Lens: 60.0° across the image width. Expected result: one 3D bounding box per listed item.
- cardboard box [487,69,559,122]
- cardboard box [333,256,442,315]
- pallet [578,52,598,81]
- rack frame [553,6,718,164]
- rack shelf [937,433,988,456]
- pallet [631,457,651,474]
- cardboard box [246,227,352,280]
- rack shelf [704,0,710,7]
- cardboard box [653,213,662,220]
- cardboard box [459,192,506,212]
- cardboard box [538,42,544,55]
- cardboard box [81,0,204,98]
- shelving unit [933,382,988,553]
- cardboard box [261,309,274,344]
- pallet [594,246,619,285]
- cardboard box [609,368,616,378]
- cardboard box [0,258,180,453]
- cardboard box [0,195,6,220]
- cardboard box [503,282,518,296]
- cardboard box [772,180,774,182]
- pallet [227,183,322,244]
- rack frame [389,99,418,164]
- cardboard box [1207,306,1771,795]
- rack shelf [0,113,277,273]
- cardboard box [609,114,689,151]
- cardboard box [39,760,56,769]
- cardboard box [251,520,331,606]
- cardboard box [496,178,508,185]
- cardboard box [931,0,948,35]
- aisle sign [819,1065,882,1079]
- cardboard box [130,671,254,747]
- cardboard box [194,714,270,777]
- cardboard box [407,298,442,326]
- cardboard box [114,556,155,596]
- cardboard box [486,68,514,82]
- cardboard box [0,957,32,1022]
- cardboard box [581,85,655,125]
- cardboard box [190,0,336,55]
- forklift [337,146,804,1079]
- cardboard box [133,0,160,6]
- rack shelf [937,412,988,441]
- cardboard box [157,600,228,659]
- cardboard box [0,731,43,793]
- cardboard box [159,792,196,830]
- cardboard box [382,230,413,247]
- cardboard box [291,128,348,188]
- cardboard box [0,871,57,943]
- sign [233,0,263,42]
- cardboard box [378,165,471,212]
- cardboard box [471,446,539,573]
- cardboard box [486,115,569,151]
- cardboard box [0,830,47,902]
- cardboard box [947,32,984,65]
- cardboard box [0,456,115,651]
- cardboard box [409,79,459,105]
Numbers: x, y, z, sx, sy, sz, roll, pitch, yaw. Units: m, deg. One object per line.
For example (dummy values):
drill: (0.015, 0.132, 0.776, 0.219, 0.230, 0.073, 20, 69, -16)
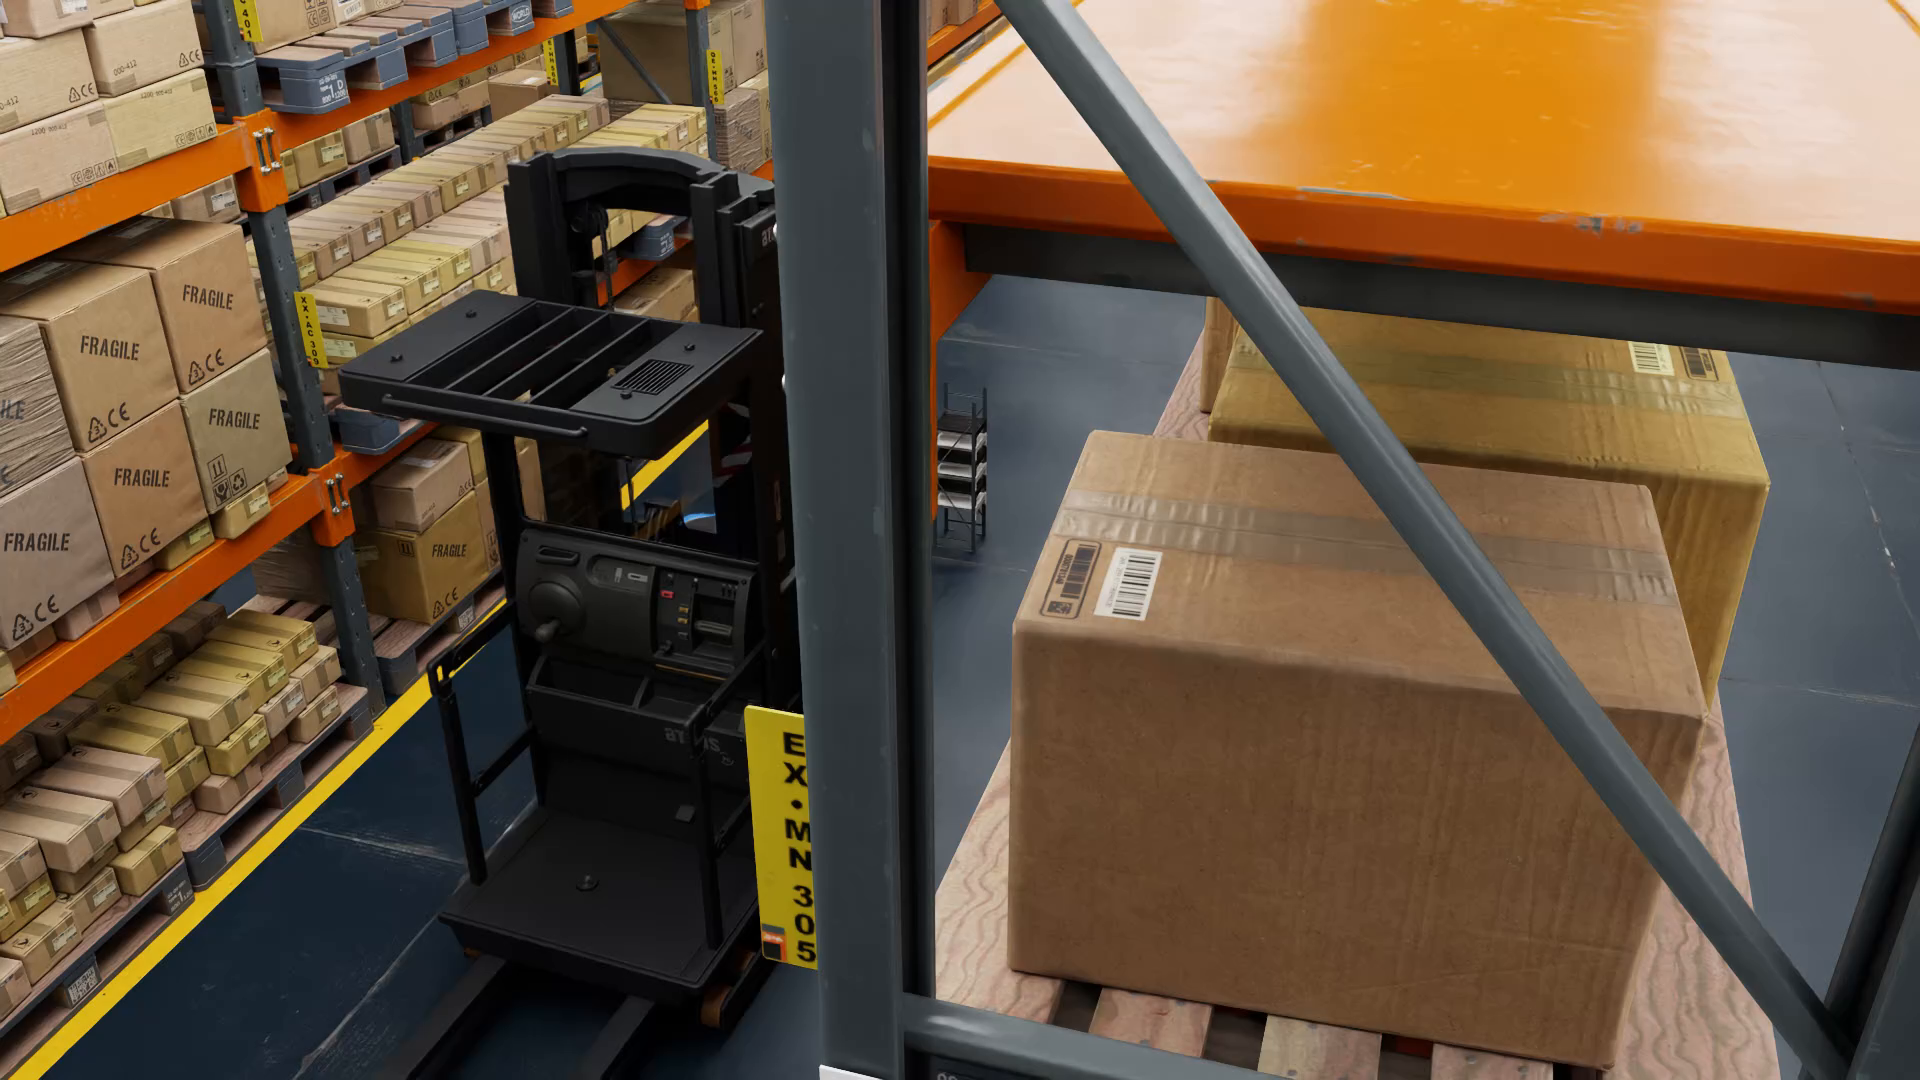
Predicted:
cardboard box: (-3.889, -3.931, 15.023, 0.500, 0.500, 0.500, 8, 30, 15)
cardboard box: (-2.554, -1.137, 7.423, 0.380, 0.149, 0.250, 9, 30, 16)
pallet: (-4.719, -5.165, 18.318, 1.003, 0.211, 1.213, 8, 30, 15)
rack frame: (-2.011, -2.414, 10.504, 1.000, 3.000, 0.127, 8, 30, 15)
rack shelf: (-0.002, -0.518, 8.953, 0.258, 0.077, 0.200, 8, 30, 15)
pallet: (-2.242, -0.833, 10.530, 1.003, 0.211, 1.213, 8, 30, 15)
cardboard box: (-3.098, -1.348, 7.803, 0.380, 0.149, 0.250, 8, 30, 13)
rack shelf: (-1.424, -4.340, 11.621, 1.077, 0.370, 4.000, 8, 30, 15)
cardboard box: (-1.866, -1.958, 9.511, 0.380, 0.149, 0.250, 9, 30, 16)
cardboard box: (-2.252, -1.608, 8.269, 0.380, 0.149, 0.250, 10, 31, 17)
cardboard box: (-4.561, -5.449, 17.584, 0.500, 0.500, 0.500, 10, 31, 17)
cardboard box: (-3.078, -1.768, 5.898, 0.500, 0.250, 0.500, 7, 30, 12)
shelving unit: (-0.002, -0.389, 9.024, 0.258, 0.900, 0.210, 8, 30, 15)
cardboard box: (-3.257, -0.972, 7.432, 0.380, 0.149, 0.250, 9, 30, 16)
pallet: (-2.553, -1.405, 8.887, 1.003, 0.211, 1.213, 8, 30, 15)
cardboard box: (-2.264, -1.008, 9.344, 0.500, 0.250, 0.500, 9, 30, 16)
cardboard box: (-3.212, -0.668, 5.928, 0.500, 0.500, 0.500, 8, 30, 13)
cardboard box: (-3.378, -1.068, 5.152, 0.500, 0.250, 0.500, 8, 30, 14)
cardboard box: (-2.328, -1.227, 8.196, 0.380, 0.149, 0.250, 7, 30, 13)
cardboard box: (-1.493, -2.292, 12.166, 1.050, 0.750, 0.750, 9, 30, 16)
pallet: (-6.182, -2.783, 14.036, 1.003, 0.211, 1.213, 8, 30, 15)
rack frame: (-5.599, -4.933, 15.031, 1.000, 3.000, 0.127, 8, 30, 15)
cardboard box: (0.734, -0.017, 2.472, 0.700, 0.500, 0.500, 7, 30, 13)
rack shelf: (-3.773, -0.622, 4.938, 1.077, 0.370, 4.000, 8, 30, 15)
cardboard box: (-1.793, -2.338, 9.582, 0.380, 0.149, 0.250, 8, 30, 14)
cardboard box: (-3.705, 0.874, 6.789, 0.380, 0.149, 0.250, 7, 30, 12)
cardboard box: (-3.209, -0.026, 8.351, 0.500, 0.500, 0.500, 8, 30, 14)
cardboard box: (-2.646, -1.938, 9.169, 0.380, 0.149, 0.250, 9, 30, 15)
cardboard box: (-0.601, -4.771, 14.586, 0.875, 0.550, 0.550, 8, 30, 15)
aisle sign: (0.044, 0.913, 1.849, 0.394, 0.787, 0.004, 8, 30, 15)
cardboard box: (-3.144, 0.691, 6.812, 0.380, 0.149, 0.250, 8, 30, 14)
cardboard box: (-3.103, 0.823, 6.879, 0.380, 0.149, 0.250, 7, 30, 13)
cardboard box: (-2.556, -0.997, 7.478, 0.380, 0.149, 0.250, 8, 30, 14)
cardboard box: (-3.294, 0.081, 6.276, 0.380, 0.149, 0.250, 8, 30, 13)
cardboard box: (-4.869, -4.647, 16.914, 0.500, 0.250, 0.500, 8, 30, 14)
cardboard box: (-3.515, 1.580, 5.825, 0.380, 0.149, 0.250, 7, 30, 12)
cardboard box: (-2.136, -2.706, 10.925, 0.500, 0.500, 0.500, 8, 30, 15)
cardboard box: (-2.969, -2.254, 6.596, 0.700, 0.500, 0.500, 9, 30, 15)
forklift: (-1.241, 0.271, 5.748, 1.130, 2.935, 3.031, 10, 31, 18)
cardboard box: (-3.016, -2.009, 5.920, 0.380, 0.149, 0.250, 7, 30, 13)
rack shelf: (-0.002, -0.596, 8.909, 0.258, 0.077, 0.200, 8, 30, 15)
cardboard box: (-3.485, 0.378, 7.374, 0.380, 0.149, 0.250, 10, 31, 17)
cardboard box: (-3.857, 0.853, 6.520, 0.380, 0.149, 0.250, 9, 30, 16)
cardboard box: (-3.340, 1.084, 6.717, 0.380, 0.149, 0.250, 8, 30, 14)
cardboard box: (-2.952, -1.458, 8.306, 0.380, 0.149, 0.250, 7, 30, 12)
cardboard box: (-5.958, -3.389, 14.528, 0.950, 0.372, 0.625, 10, 31, 18)
cardboard box: (-3.544, 1.287, 6.046, 0.380, 0.149, 0.250, 10, 31, 17)
sign: (-2.664, -2.018, 6.175, 0.100, 0.325, 0.005, 8, 30, 15)
cardboard box: (-2.793, -1.834, 8.677, 0.380, 0.149, 0.250, 8, 30, 14)
cardboard box: (-2.561, -0.198, 8.660, 0.500, 0.500, 0.500, 10, 31, 17)
cardboard box: (-2.485, -2.322, 9.553, 0.380, 0.149, 0.250, 8, 30, 15)
cardboard box: (-3.531, 1.166, 5.957, 0.380, 0.149, 0.250, 9, 30, 15)
cardboard box: (-0.325, -4.230, 15.522, 0.875, 0.875, 0.875, 9, 30, 15)
cardboard box: (-3.358, 0.008, 5.741, 0.500, 0.500, 0.500, 8, 30, 15)
cardboard box: (-5.168, -4.478, 15.839, 0.500, 0.500, 0.500, 10, 31, 17)
